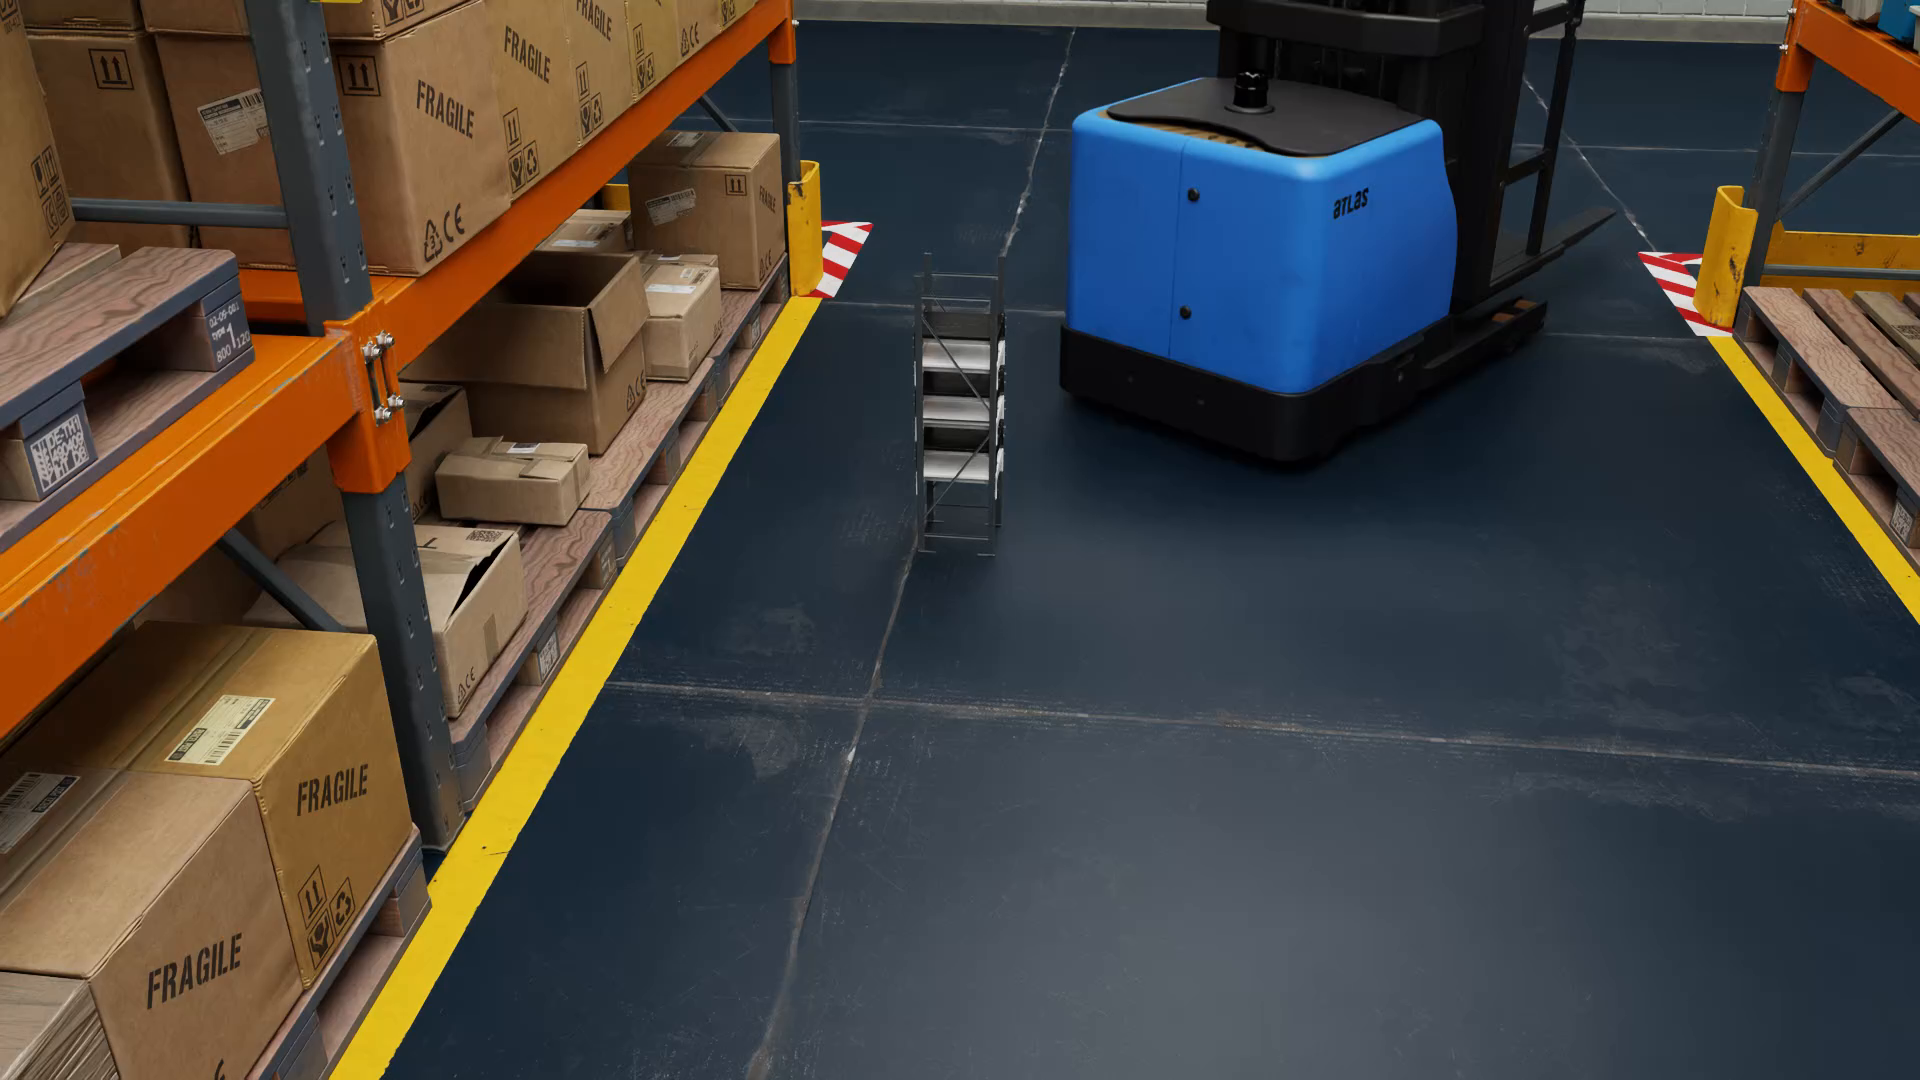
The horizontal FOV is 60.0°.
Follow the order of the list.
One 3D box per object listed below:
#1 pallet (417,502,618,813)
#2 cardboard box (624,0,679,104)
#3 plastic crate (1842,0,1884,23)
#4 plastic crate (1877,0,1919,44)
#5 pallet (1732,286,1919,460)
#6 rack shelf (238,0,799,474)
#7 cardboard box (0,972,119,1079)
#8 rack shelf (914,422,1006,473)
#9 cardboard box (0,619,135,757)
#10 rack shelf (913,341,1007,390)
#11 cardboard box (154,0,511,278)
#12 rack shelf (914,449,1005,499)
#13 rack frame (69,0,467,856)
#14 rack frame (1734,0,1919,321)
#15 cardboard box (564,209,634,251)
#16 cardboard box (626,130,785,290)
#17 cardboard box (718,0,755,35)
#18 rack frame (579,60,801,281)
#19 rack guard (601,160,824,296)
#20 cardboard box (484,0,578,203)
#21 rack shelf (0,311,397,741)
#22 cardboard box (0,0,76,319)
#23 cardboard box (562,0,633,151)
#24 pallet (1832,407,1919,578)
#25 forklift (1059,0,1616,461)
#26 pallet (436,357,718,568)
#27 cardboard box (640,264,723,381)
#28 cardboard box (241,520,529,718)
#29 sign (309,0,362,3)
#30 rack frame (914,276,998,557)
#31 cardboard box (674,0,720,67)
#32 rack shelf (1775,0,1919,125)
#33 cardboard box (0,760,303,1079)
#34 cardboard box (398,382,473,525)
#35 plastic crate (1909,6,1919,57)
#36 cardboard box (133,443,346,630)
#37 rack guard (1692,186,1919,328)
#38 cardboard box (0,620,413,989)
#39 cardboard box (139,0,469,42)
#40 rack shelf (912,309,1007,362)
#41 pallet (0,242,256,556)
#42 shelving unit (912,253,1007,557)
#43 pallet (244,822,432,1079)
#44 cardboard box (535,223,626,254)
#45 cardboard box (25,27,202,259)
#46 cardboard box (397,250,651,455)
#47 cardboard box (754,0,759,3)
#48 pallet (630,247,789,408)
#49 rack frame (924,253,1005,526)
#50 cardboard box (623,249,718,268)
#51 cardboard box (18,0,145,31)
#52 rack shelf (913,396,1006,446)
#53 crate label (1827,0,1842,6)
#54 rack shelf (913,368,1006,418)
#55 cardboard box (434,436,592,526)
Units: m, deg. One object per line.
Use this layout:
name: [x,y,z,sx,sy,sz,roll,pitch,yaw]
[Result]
pallet: [-1.602,0.262,4.542,1.003,0.211,1.213,3,28,6]
cardboard box: [-1.171,-1.627,5.002,0.500,0.500,0.500,3,28,5]
plastic crate: [3.240,-1.903,5.835,0.250,0.136,0.298,3,28,6]
plastic crate: [3.281,-1.782,5.508,0.416,0.233,0.300,3,28,6]
pallet: [3.579,-0.622,6.183,1.003,0.211,1.213,3,28,6]
rack shelf: [-1.442,-1.267,5.199,1.077,0.370,4.000,3,28,6]
cardboard box: [-1.594,0.981,2.438,0.500,0.500,0.500,4,29,7]
rack shelf: [0.001,-0.291,5.102,0.258,0.077,0.200,3,28,6]
cardboard box: [-1.988,0.478,3.373,0.500,0.500,0.500,2,28,4]
rack shelf: [0.001,-0.529,4.974,0.258,0.077,0.200,3,28,6]
cardboard box: [-1.354,-0.911,3.673,0.500,0.500,0.500,4,29,8]
rack shelf: [0.001,-0.212,5.145,0.258,0.077,0.200,3,28,6]
rack frame: [-1.687,-0.643,3.280,1.000,3.000,0.127,3,28,6]
rack frame: [3.718,-2.236,6.238,1.000,3.000,0.127,3,28,6]
cardboard box: [-1.590,-1.287,7.018,0.380,0.149,0.250,3,28,6]
cardboard box: [-1.019,-1.349,6.762,0.500,0.500,0.500,3,28,6]
cardboard box: [-1.042,-2.099,5.877,0.500,0.500,0.500,4,29,7]
rack frame: [-1.197,-2.526,6.775,1.000,3.000,0.127,3,28,6]
rack guard: [-1.207,-1.389,7.302,1.175,0.500,0.348,3,28,6]
cardboard box: [-1.295,-1.152,4.120,0.500,0.500,0.500,4,29,7]
rack shelf: [-1.932,0.615,1.704,1.077,0.370,4.000,3,28,6]
cardboard box: [-1.967,-0.662,2.767,0.700,0.500,0.500,-6,29,-11]
cardboard box: [-1.231,-1.387,4.557,0.500,0.500,0.500,3,28,6]
pallet: [3.427,-0.050,5.120,1.003,0.211,1.213,3,28,6]
forklift: [1.727,-2.171,6.189,1.130,2.935,3.031,23,36,36]
pallet: [-1.455,-0.314,5.611,1.003,0.211,1.213,3,28,6]
cardboard box: [-1.166,-0.793,5.995,0.500,0.250,0.500,3,28,6]
cardboard box: [-1.421,0.162,4.157,0.500,0.311,0.500,3,28,6]
sign: [-1.136,-1.122,2.949,0.100,0.325,0.005,3,28,6]
rack frame: [-0.011,-0.352,4.955,0.240,0.900,0.006,3,28,6]
cardboard box: [-1.109,-1.864,5.442,0.500,0.500,0.500,4,29,7]
rack shelf: [3.473,-0.978,4.661,1.077,0.370,4.000,3,28,6]
cardboard box: [-1.532,0.745,2.876,0.500,0.500,0.500,3,29,6]
cardboard box: [-1.807,-0.290,4.998,0.500,0.311,0.500,3,28,6]
plastic crate: [3.157,-1.584,5.242,0.250,0.136,0.298,3,28,6]
cardboard box: [-1.899,-0.021,4.297,0.500,0.500,0.500,3,28,6]
rack guard: [3.708,-1.148,6.853,1.175,0.500,0.348,3,28,6]
cardboard box: [-1.463,0.513,3.307,0.500,0.500,0.500,3,28,6]
cardboard box: [-1.350,-1.332,3.401,0.500,0.500,0.500,4,29,8]
rack shelf: [0.001,-0.608,4.931,0.258,0.077,0.200,3,28,6]
pallet: [-1.894,-0.188,2.640,1.003,0.211,1.213,3,28,6]
shelving unit: [0.001,-0.400,5.044,0.258,0.900,0.210,3,28,6]
pallet: [-1.749,0.970,3.227,1.003,0.211,1.213,3,28,6]
cardboard box: [-1.607,-1.034,6.442,0.500,0.250,0.500,3,28,6]
cardboard box: [-1.881,-0.937,3.721,0.500,0.500,0.500,4,29,7]
cardboard box: [-1.462,-0.622,5.410,0.797,0.503,0.637,3,28,6]
cardboard box: [-0.982,-2.343,6.331,0.500,0.500,0.500,4,29,8]
pallet: [-1.303,-0.887,6.674,1.003,0.211,1.213,3,28,6]
rack frame: [0.013,-0.448,5.132,0.240,0.900,0.006,3,28,6]
cardboard box: [-1.158,-1.016,6.497,0.380,0.166,0.250,3,28,6]
cardboard box: [-1.882,-1.380,3.489,0.500,0.500,0.500,3,29,6]
rack shelf: [0.001,-0.371,5.059,0.258,0.077,0.200,3,28,6]
crate label: [3.361,-2.092,6.083,0.416,0.233,0.303,3,28,6]
rack shelf: [0.001,-0.450,5.017,0.258,0.077,0.200,3,28,6]
cardboard box: [-1.325,-0.182,4.948,0.380,0.166,0.250,3,28,6]
